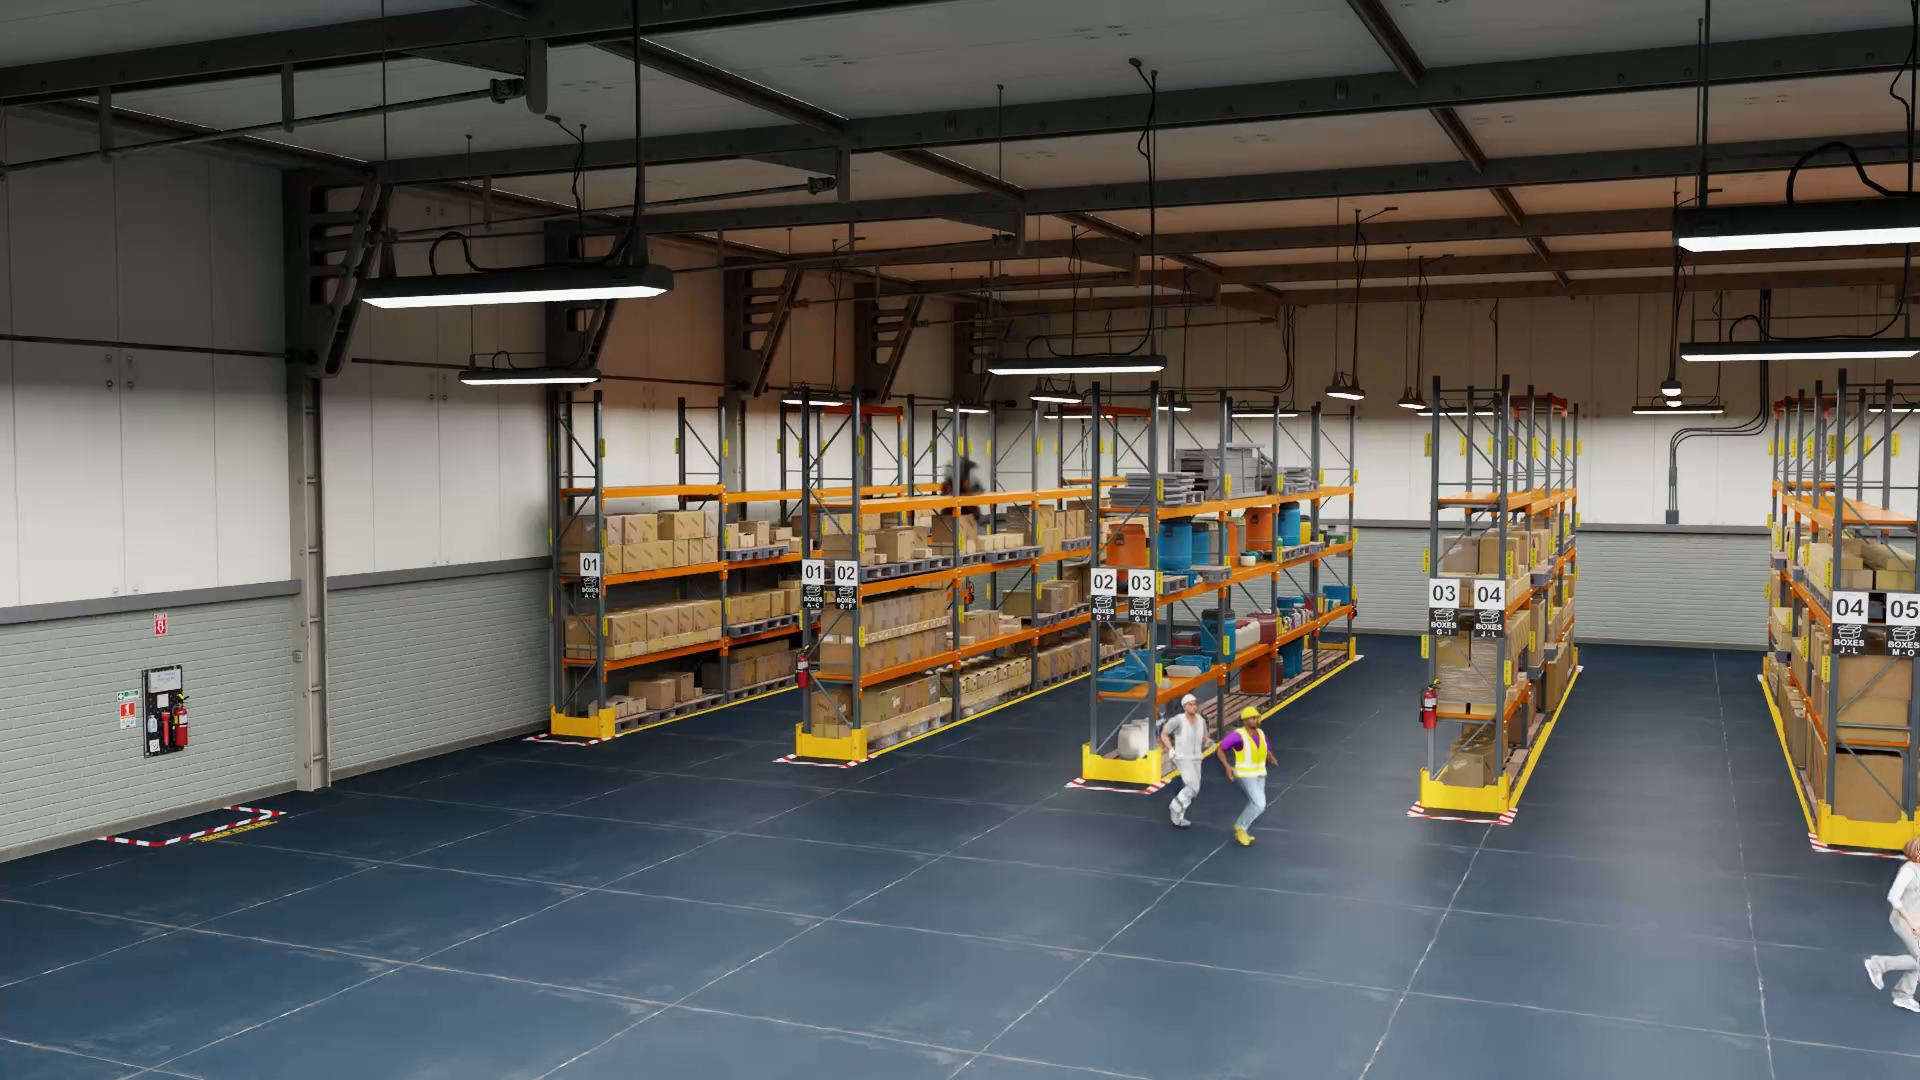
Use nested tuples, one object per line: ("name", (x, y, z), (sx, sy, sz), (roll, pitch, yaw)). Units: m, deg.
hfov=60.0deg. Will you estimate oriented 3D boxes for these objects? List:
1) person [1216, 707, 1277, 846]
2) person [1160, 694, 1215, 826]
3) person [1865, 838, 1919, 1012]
("person", (3.674, 2.967, 20.861), (0.684, 1.740, 0.667), (-2, 4, -36))
("person", (3.058, 2.905, 21.902), (0.630, 1.748, 0.612), (-2, 4, -33))
("person", (8.442, 3.417, 14.849), (0.520, 1.553, 0.576), (-3, 4, -41))
